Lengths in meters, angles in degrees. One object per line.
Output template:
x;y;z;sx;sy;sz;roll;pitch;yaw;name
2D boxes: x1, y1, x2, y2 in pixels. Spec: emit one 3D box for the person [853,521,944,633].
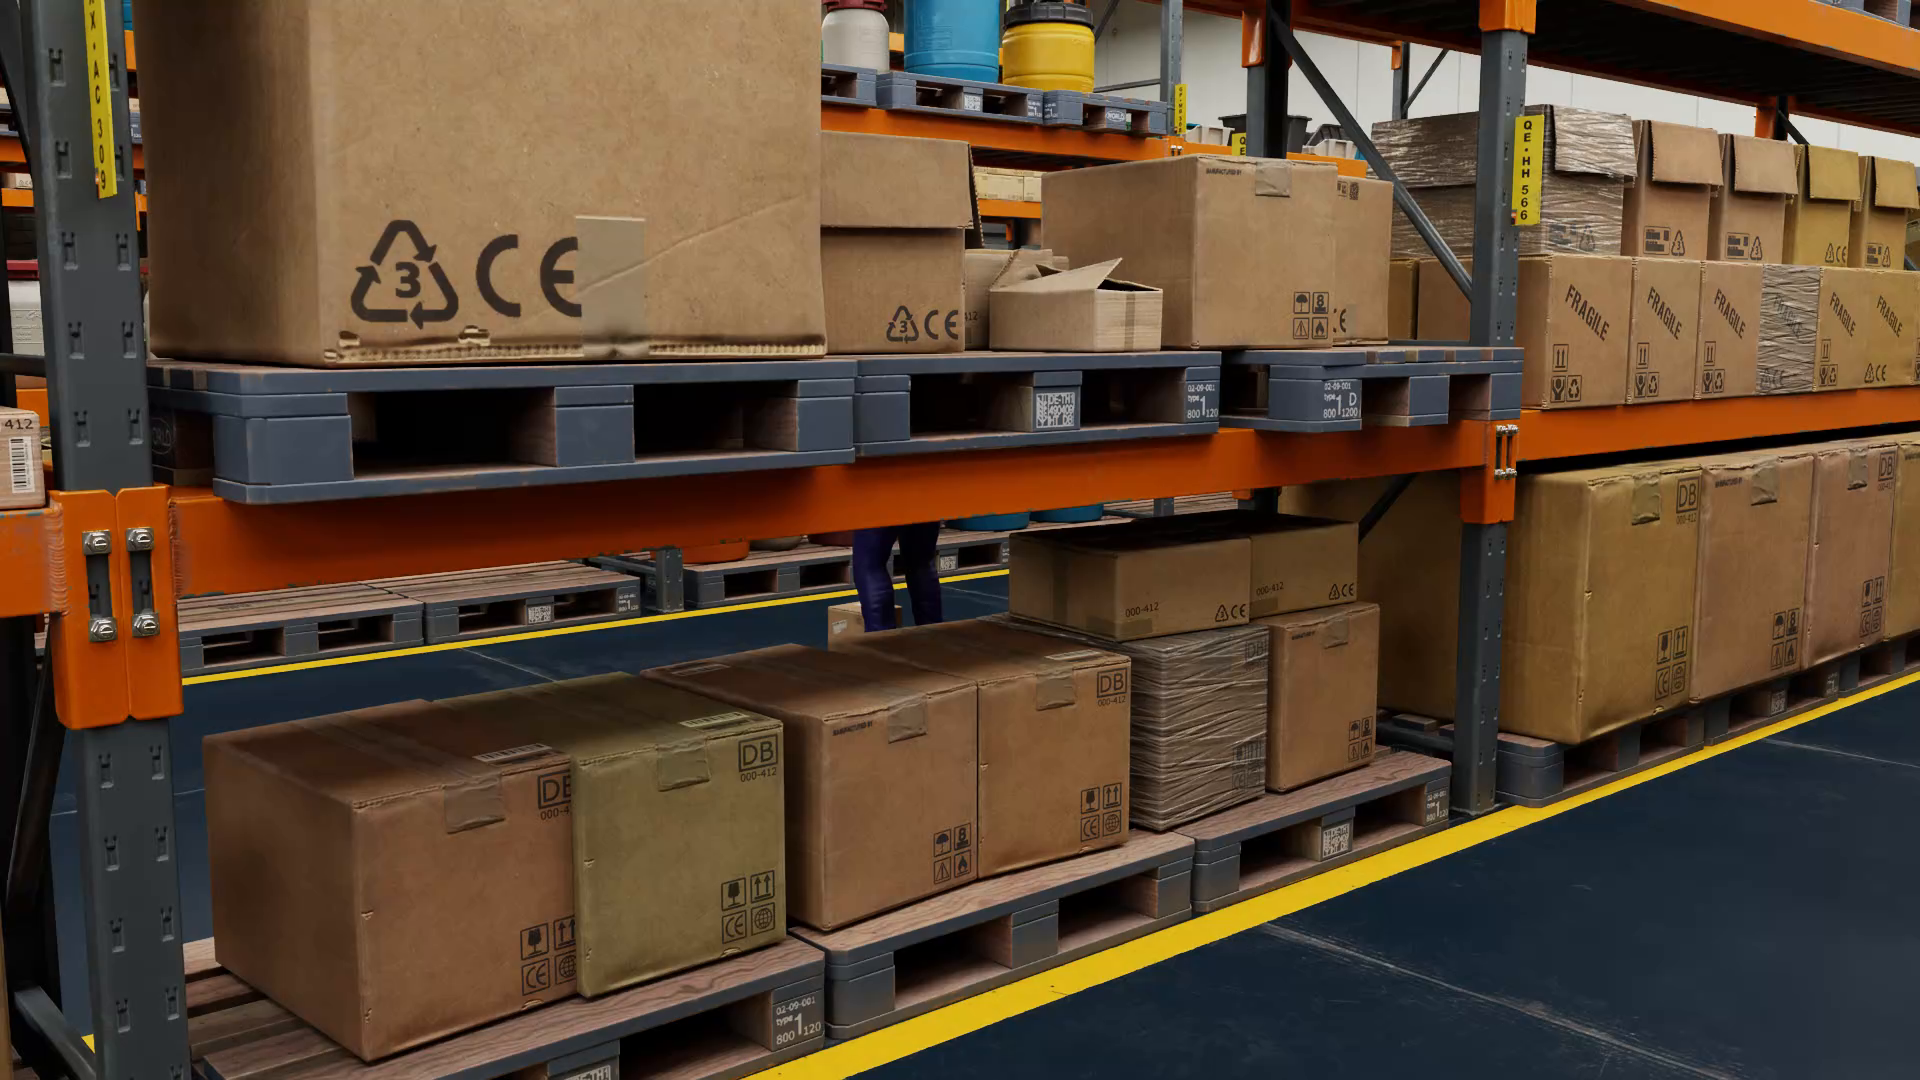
-0.287;-0.233;7.586;0.554;1.652;0.367;-7;10;-42;person
